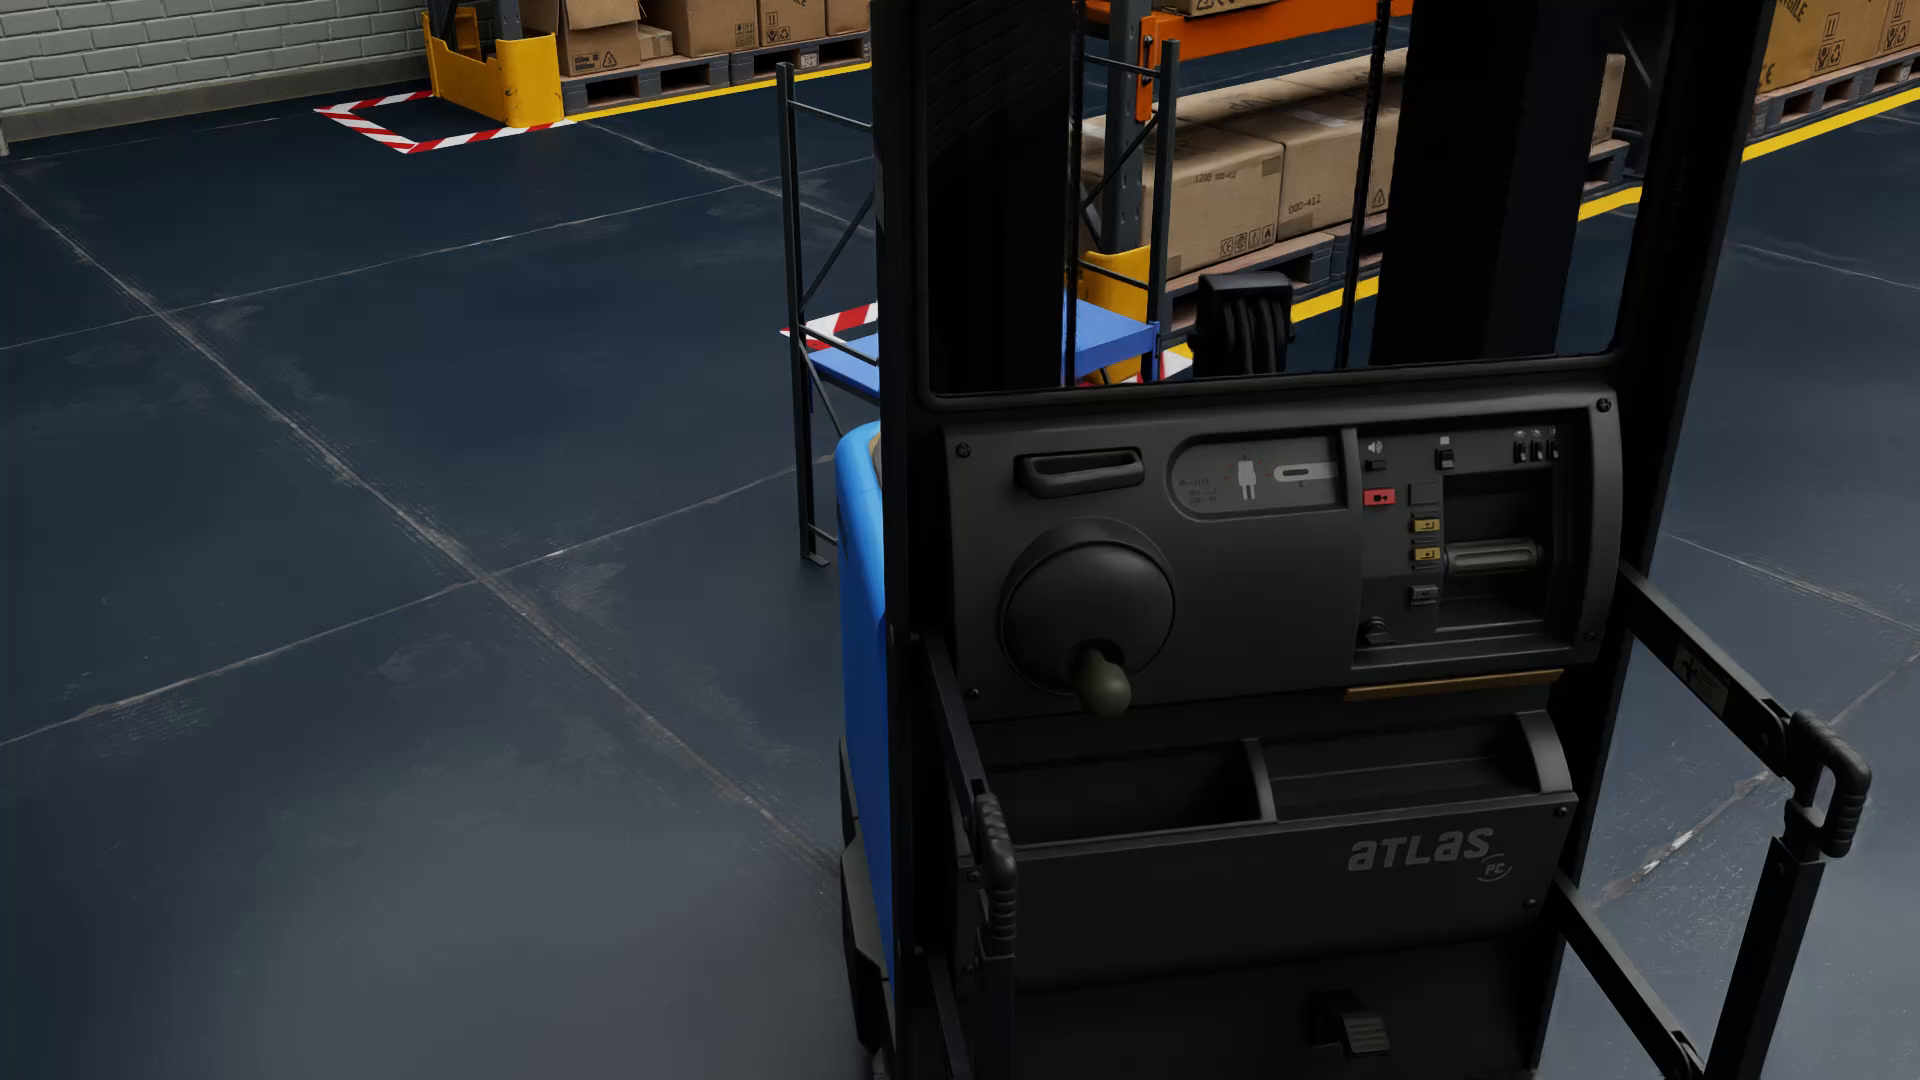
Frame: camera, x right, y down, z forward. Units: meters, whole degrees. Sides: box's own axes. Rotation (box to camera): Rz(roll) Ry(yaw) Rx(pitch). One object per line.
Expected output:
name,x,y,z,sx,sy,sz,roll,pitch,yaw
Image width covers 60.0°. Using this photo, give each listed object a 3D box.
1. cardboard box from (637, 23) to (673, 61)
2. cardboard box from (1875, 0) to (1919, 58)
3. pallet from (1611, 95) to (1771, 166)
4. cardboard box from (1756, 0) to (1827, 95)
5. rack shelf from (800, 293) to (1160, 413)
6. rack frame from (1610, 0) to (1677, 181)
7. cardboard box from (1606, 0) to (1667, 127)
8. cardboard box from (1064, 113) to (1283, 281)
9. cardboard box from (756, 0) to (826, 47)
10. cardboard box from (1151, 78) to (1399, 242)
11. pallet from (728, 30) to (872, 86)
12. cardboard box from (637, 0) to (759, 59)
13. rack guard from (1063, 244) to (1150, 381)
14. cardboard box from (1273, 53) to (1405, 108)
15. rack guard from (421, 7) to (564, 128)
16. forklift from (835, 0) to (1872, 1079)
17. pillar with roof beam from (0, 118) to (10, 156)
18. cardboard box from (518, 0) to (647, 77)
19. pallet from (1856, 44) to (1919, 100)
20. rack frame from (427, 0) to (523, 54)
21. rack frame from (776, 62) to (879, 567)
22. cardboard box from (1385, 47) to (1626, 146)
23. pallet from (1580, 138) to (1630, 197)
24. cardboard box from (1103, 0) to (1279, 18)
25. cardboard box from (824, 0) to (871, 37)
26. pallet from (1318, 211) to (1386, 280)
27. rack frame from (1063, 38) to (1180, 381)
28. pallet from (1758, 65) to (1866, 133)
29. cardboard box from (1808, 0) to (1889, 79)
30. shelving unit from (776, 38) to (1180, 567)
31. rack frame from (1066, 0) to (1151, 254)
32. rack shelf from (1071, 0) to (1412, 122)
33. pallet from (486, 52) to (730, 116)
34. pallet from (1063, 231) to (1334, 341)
cardboard box,-2.036,-3.167,10.573,0.250,0.149,0.380,-24,36,-37
cardboard box,5.820,-3.705,10.810,0.875,0.875,0.875,-22,35,-35
pallet,3.894,-2.448,9.608,1.213,0.211,1.003,-22,35,-35
cardboard box,4.458,-3.161,9.791,0.875,0.875,0.875,-21,34,-34
rack shelf,0.065,-0.529,5.030,1.000,0.185,0.538,-22,35,-35
rack frame,3.356,-3.415,8.458,0.127,3.000,1.000,-22,35,-35
cardboard box,3.776,-2.882,9.269,0.875,0.875,0.875,-21,34,-33
cardboard box,0.751,-1.485,7.118,0.875,0.438,0.875,-23,36,-37
cardboard box,-1.242,-3.580,10.972,0.500,0.500,0.500,-21,35,-34
cardboard box,1.441,-1.768,7.648,0.875,0.438,0.875,-21,34,-34
pallet,-1.320,-3.379,11.349,1.213,0.211,1.003,-22,35,-35
cardboard box,-1.709,-3.454,10.737,0.500,0.500,0.700,-20,34,-33
rack guard,0.295,-1.082,6.744,0.348,0.500,1.175,-22,35,-35
cardboard box,2.128,-2.043,8.163,0.875,0.438,0.875,-23,36,-36
rack guard,-2.853,-2.891,10.129,0.348,0.500,1.175,-22,35,-35
forklift,0.481,0.054,2.039,1.130,2.935,3.031,-5,28,-8
pillar with roof beam,-2.753,-4.571,4.256,0.400,9.000,9.100,-22,35,-35
cardboard box,-2.384,-3.208,10.273,0.637,0.503,0.797,-24,36,-37
pallet,5.751,-3.195,11.004,1.213,0.211,1.003,-22,35,-35
rack frame,-2.911,-3.970,9.497,0.127,3.000,1.000,-22,35,-35
rack frame,-0.322,-0.532,4.654,0.032,1.500,0.500,-22,35,-35
cardboard box,2.809,-2.317,8.676,0.875,0.438,0.875,-22,35,-36
pallet,2.727,-1.981,8.733,1.213,0.211,1.003,-22,35,-35
cardboard box,0.865,-2.280,6.227,0.500,0.500,0.500,-22,35,-35
cardboard box,-0.919,-3.771,11.331,0.500,0.500,0.700,-23,36,-37
pallet,1.798,-1.606,8.031,1.213,0.211,1.003,-22,35,-35
rack frame,0.452,-0.843,5.236,0.032,1.500,0.500,-22,35,-35
pallet,4.823,-2.824,10.310,1.213,0.211,1.003,-22,35,-35
cardboard box,5.139,-3.434,10.302,0.875,0.875,0.875,-21,35,-34
shelving unit,0.065,-0.688,4.945,1.048,1.500,0.538,-22,35,-35
rack frame,0.313,-2.192,6.168,0.127,3.000,1.000,-22,35,-35
rack shelf,1.835,-2.486,7.483,4.000,0.370,1.077,-22,35,-35
pallet,-2.247,-3.008,10.654,1.213,0.211,1.003,-22,35,-35
pallet,0.871,-1.234,7.336,1.213,0.211,1.003,-22,35,-35
